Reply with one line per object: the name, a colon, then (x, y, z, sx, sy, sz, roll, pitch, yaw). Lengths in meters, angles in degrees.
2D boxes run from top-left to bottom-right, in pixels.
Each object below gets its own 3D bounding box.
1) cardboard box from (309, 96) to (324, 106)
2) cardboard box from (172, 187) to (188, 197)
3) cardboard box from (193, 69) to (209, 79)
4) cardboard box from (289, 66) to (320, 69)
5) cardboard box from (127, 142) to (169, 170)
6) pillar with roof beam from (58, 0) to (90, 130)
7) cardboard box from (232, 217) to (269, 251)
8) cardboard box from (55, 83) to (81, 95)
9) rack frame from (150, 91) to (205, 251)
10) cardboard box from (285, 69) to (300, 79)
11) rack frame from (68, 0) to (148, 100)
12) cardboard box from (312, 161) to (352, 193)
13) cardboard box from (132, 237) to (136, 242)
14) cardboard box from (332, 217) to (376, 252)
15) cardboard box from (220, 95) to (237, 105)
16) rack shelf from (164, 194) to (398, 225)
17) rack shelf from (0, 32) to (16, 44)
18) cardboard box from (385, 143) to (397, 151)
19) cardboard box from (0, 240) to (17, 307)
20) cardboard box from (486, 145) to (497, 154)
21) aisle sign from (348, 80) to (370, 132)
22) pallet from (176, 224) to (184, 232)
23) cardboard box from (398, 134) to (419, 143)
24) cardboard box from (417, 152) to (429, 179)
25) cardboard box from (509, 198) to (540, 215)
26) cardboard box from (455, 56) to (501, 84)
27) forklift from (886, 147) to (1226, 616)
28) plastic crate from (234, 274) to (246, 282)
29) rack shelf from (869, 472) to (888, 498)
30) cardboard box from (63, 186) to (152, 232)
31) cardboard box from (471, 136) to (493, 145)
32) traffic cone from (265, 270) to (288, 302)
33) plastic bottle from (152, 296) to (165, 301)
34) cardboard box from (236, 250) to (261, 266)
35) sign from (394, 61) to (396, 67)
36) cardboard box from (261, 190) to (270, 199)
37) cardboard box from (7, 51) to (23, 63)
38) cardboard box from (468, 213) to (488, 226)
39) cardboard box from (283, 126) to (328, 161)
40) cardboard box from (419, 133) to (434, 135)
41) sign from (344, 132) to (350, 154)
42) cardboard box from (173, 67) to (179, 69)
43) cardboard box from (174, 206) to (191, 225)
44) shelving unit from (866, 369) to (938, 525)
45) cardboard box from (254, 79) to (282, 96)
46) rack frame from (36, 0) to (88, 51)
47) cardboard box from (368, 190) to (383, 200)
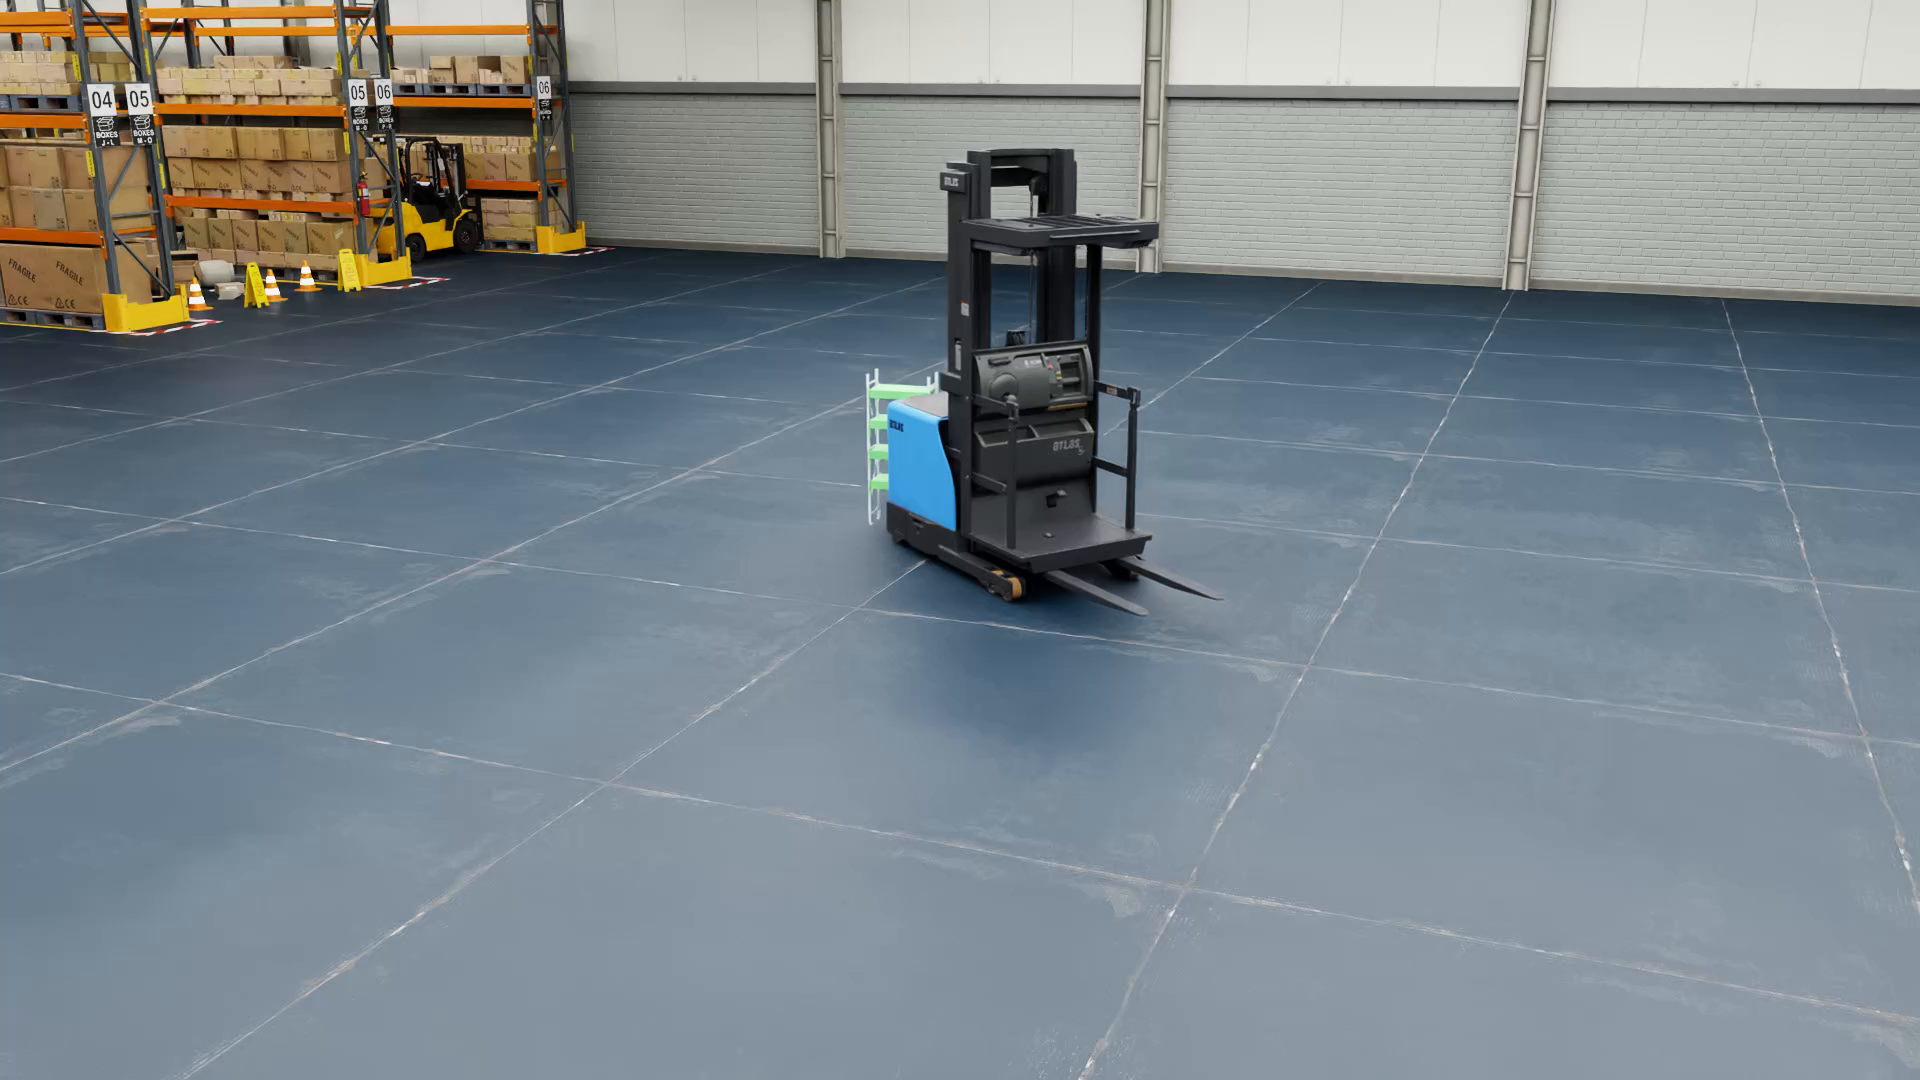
cardboard box: (-10.100, -6.979, 26.403, 0.250, 0.149, 0.380, 6, 17, 21)
cardboard box: (-12.968, -5.851, 27.899, 0.250, 0.149, 0.380, 6, 17, 20)
cardboard box: (-12.240, -7.591, 27.081, 0.250, 0.149, 0.380, 6, 17, 20)
cardboard box: (-12.802, -9.112, 32.527, 0.500, 0.311, 0.500, 6, 17, 19)
cardboard box: (-13.657, -6.467, 28.105, 0.500, 0.500, 0.500, 6, 17, 20)
pillar with roof beam: (-20.664, -10.263, 31.884, 0.400, 9.000, 9.100, 6, 17, 21)
cardboard box: (-11.709, -5.093, 27.670, 0.500, 0.500, 0.500, 7, 18, 24)
cardboard box: (-11.578, -5.900, 21.753, 0.250, 0.149, 0.380, 6, 17, 21)
rack frame: (-13.143, -6.087, 28.261, 0.127, 3.000, 1.000, 6, 17, 21)
cardboard box: (-10.532, -7.436, 26.547, 0.250, 0.149, 0.380, 6, 17, 21)
rack frame: (-11.144, -7.265, 21.558, 0.127, 3.000, 1.000, 6, 17, 21)
cardboard box: (-10.028, -5.853, 26.742, 0.500, 0.500, 0.500, 6, 17, 20)
cardboard box: (-14.302, -5.153, 29.002, 0.625, 0.372, 0.950, 7, 18, 24)
cardboard box: (-10.093, -5.076, 27.611, 0.500, 0.500, 0.500, 6, 17, 19)
cardboard box: (-11.776, -7.157, 27.017, 0.250, 0.149, 0.380, 6, 17, 20)
rack shelf: (-11.282, -5.537, 27.657, 4.000, 0.370, 1.077, 6, 17, 21)
rack shelf: (-18.724, -9.044, 29.695, 4.000, 0.370, 1.077, 6, 17, 21)
cardboard box: (-10.884, -7.608, 32.155, 0.250, 0.149, 0.380, 7, 17, 22)
cardboard box: (-13.466, -3.801, 23.443, 0.875, 0.875, 0.875, 6, 17, 21)
cardboard box: (-8.723, -7.377, 31.362, 0.250, 0.149, 0.380, 6, 17, 20)
aisle sign: (-9.471, -6.845, 26.208, 0.004, 0.787, 0.394, 6, 17, 21)
pallet: (-15.727, -6.531, 34.792, 1.213, 0.211, 1.003, 6, 17, 21)
cardboard box: (-10.621, -7.741, 32.081, 0.250, 0.149, 0.380, 6, 17, 20)
cardboard box: (-10.046, -7.209, 31.947, 0.500, 0.500, 0.500, 6, 17, 20)
cardboard box: (-8.147, -6.293, 31.357, 0.500, 0.250, 0.500, 7, 18, 22)
cardboard box: (-9.021, -8.817, 31.171, 0.500, 0.500, 0.700, 6, 17, 21)
forklift: (0.631, -1.137, 11.335, 1.130, 2.935, 3.031, -10, 19, -30)
plastic crate: (-11.983, -4.312, 27.383, 0.583, 0.080, 0.402, 0, 16, 1)
rack shelf: (-0.445, -0.419, 13.054, 0.480, 0.148, 0.258, 4, 17, 14)
cardboard box: (-11.506, -4.482, 22.463, 0.550, 0.550, 0.875, 6, 17, 21)
cardboard box: (-8.996, -7.530, 31.354, 0.250, 0.149, 0.380, 7, 18, 22)
traffic cone: (-10.386, -3.846, 25.093, 0.334, 0.463, 0.336, 6, 17, 21)
plastic bottle: (-12.167, -3.643, 25.113, 0.283, 0.061, 0.133, 0, 16, 1)
cardboard box: (-11.698, -4.733, 27.774, 0.500, 0.250, 0.500, 6, 17, 20)
sign: (-11.123, -9.246, 32.692, 0.005, 0.325, 0.100, 6, 17, 21)
cardboard box: (-11.263, -5.702, 27.384, 0.250, 0.149, 0.380, 6, 17, 21)
cardboard box: (-12.294, -6.361, 21.912, 0.250, 0.149, 0.380, 7, 17, 22)
cardboard box: (-9.122, -6.157, 31.784, 0.500, 0.250, 0.500, 6, 17, 19)
cardboard box: (-10.445, -6.398, 26.827, 0.500, 0.500, 0.700, 6, 17, 21)
cardboard box: (-10.448, -7.863, 32.502, 0.250, 0.149, 0.380, 6, 17, 20)
sign: (-9.644, -6.244, 26.158, 0.005, 0.325, 0.100, 6, 17, 21)
cardboard box: (-15.680, -9.500, 33.656, 0.250, 0.149, 0.380, 6, 17, 19)
cardboard box: (-15.980, -6.827, 34.539, 0.500, 0.500, 0.500, 6, 17, 20)
shelving unit: (-0.445, -0.711, 12.969, 0.503, 1.200, 0.258, 4, 17, 14)
cardboard box: (-10.949, -7.275, 26.710, 0.500, 0.250, 0.500, 7, 18, 22)
rack frame: (-18.767, -11.074, 34.680, 0.127, 3.000, 1.000, 6, 17, 21)
cardboard box: (-9.662, -5.646, 27.192, 0.250, 0.149, 0.380, 6, 17, 21)
